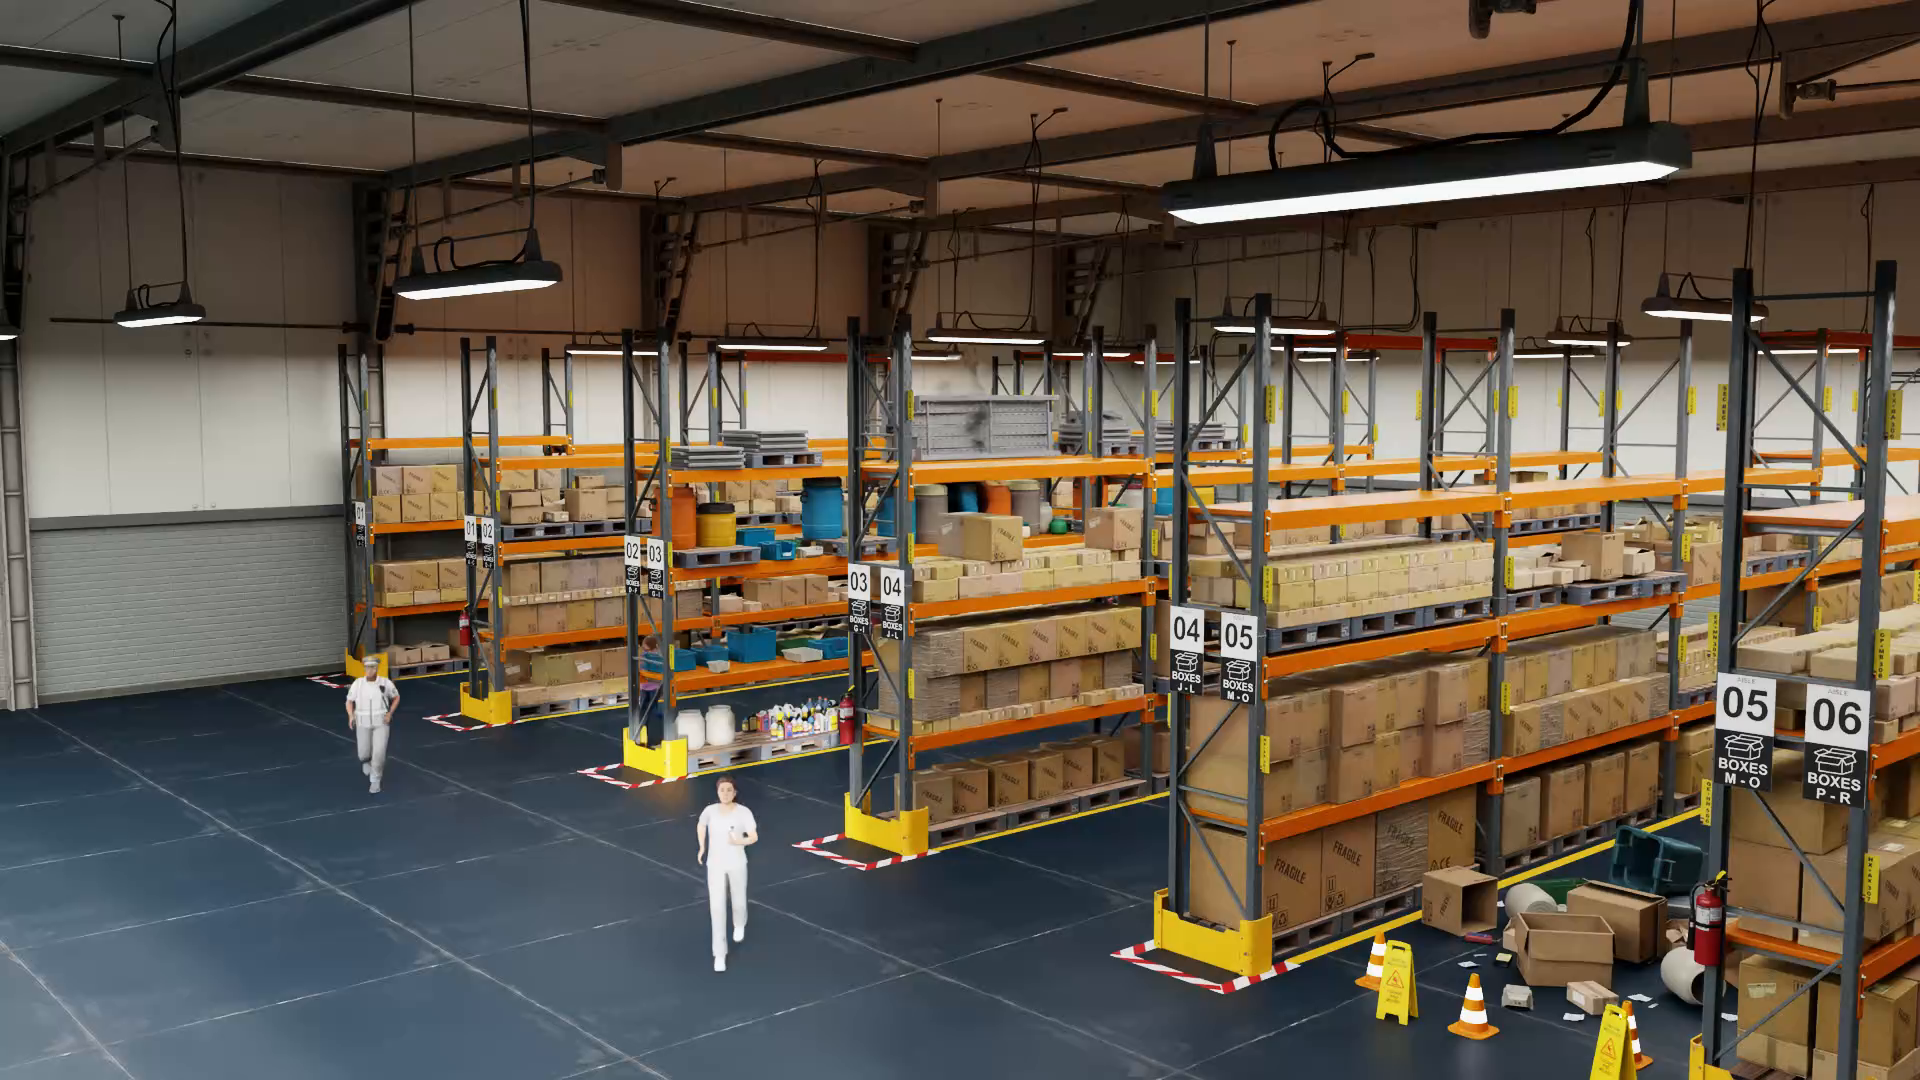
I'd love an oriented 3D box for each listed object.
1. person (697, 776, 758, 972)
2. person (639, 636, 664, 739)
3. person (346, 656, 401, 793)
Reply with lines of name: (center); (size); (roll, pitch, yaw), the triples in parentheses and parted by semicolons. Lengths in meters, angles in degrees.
person: (-2.112, 2.961, 15.064); (0.565, 1.653, 0.927); (0, 5, -3)
person: (-4.520, 2.188, 24.366); (0.553, 1.594, 0.767); (4, 6, 37)
person: (-7.641, 2.371, 21.673); (0.671, 1.749, 0.657); (-1, 5, -15)
